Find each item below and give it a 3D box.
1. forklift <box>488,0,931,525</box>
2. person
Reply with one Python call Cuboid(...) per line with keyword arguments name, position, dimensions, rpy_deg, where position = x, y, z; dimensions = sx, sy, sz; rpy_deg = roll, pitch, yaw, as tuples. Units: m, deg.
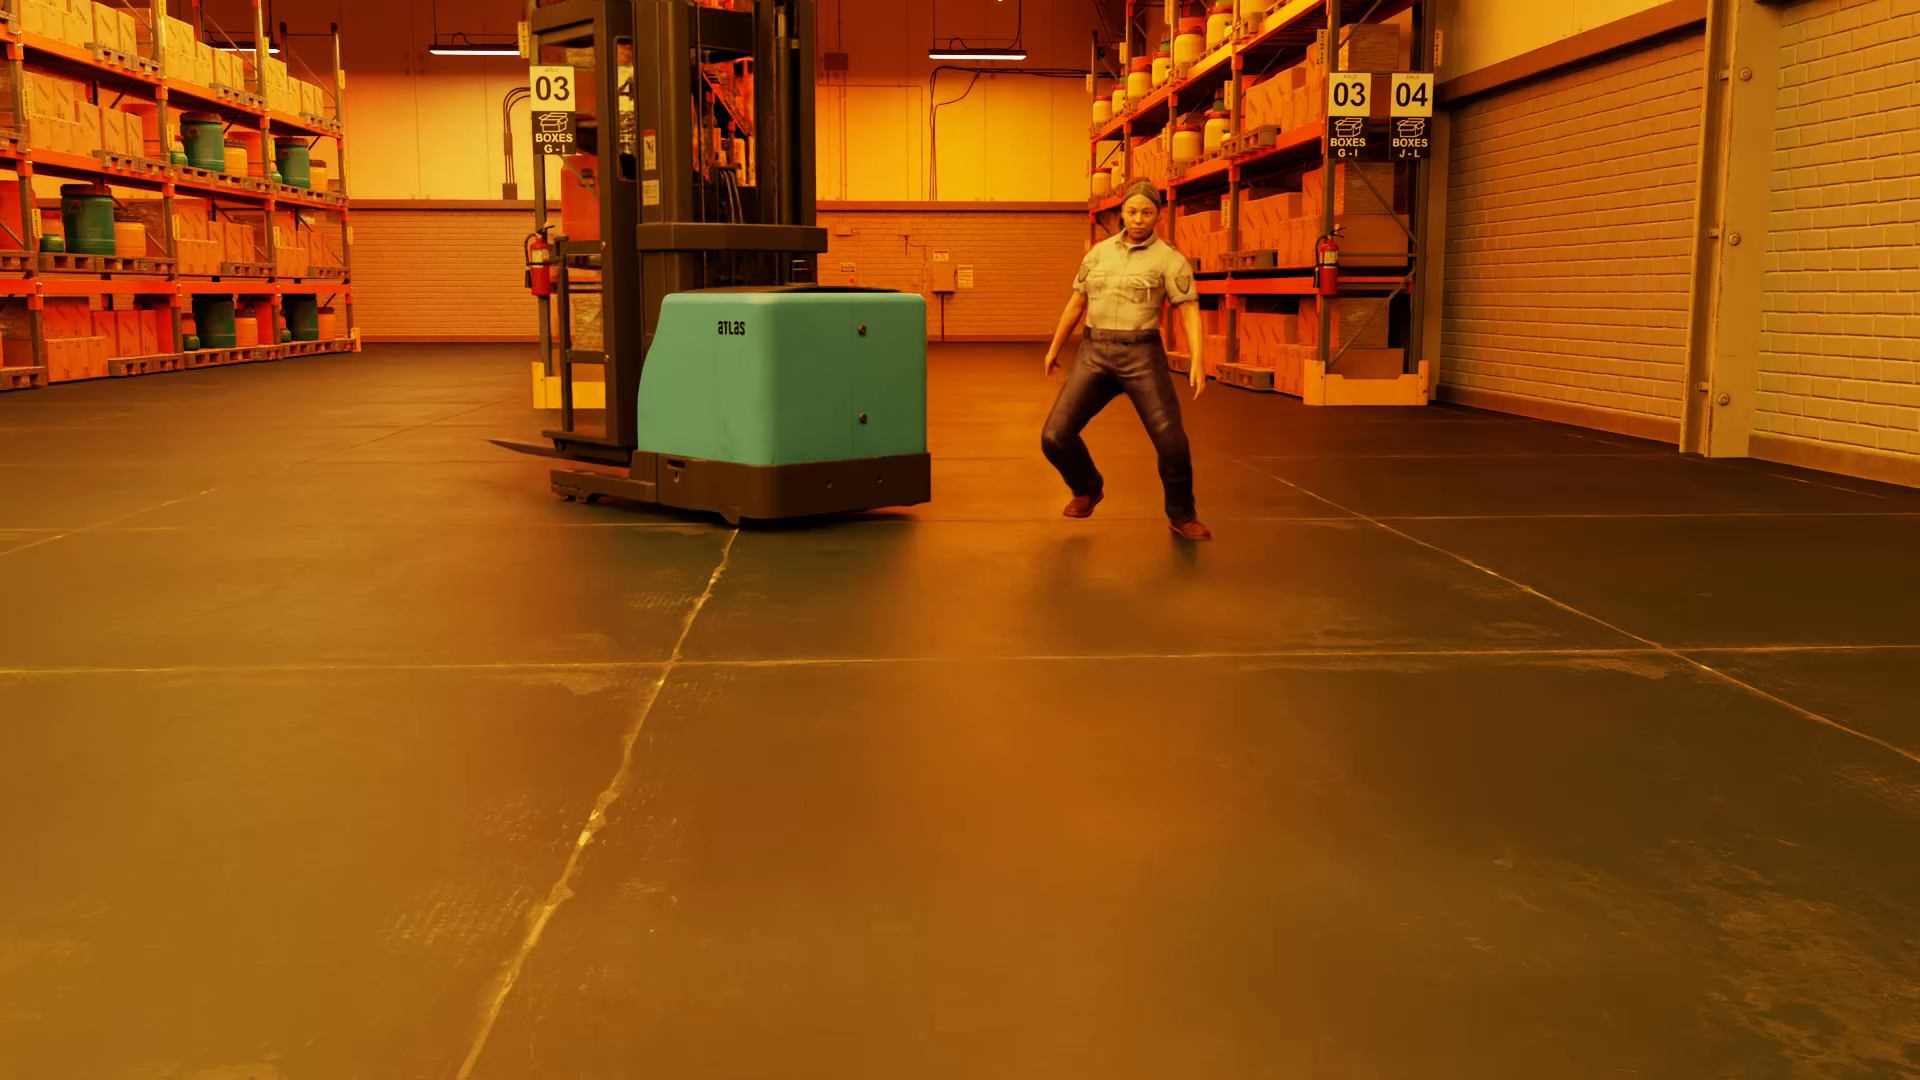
Cuboid(name="forklift", position=(-1.501, -1.681, 8.653), dimensions=(1.130, 2.935, 3.031), rpy_deg=(-8, 11, -41))
Cuboid(name="person", position=(0.718, -0.789, 7.378), dimensions=(0.838, 1.569, 0.494), rpy_deg=(5, 10, 31))
